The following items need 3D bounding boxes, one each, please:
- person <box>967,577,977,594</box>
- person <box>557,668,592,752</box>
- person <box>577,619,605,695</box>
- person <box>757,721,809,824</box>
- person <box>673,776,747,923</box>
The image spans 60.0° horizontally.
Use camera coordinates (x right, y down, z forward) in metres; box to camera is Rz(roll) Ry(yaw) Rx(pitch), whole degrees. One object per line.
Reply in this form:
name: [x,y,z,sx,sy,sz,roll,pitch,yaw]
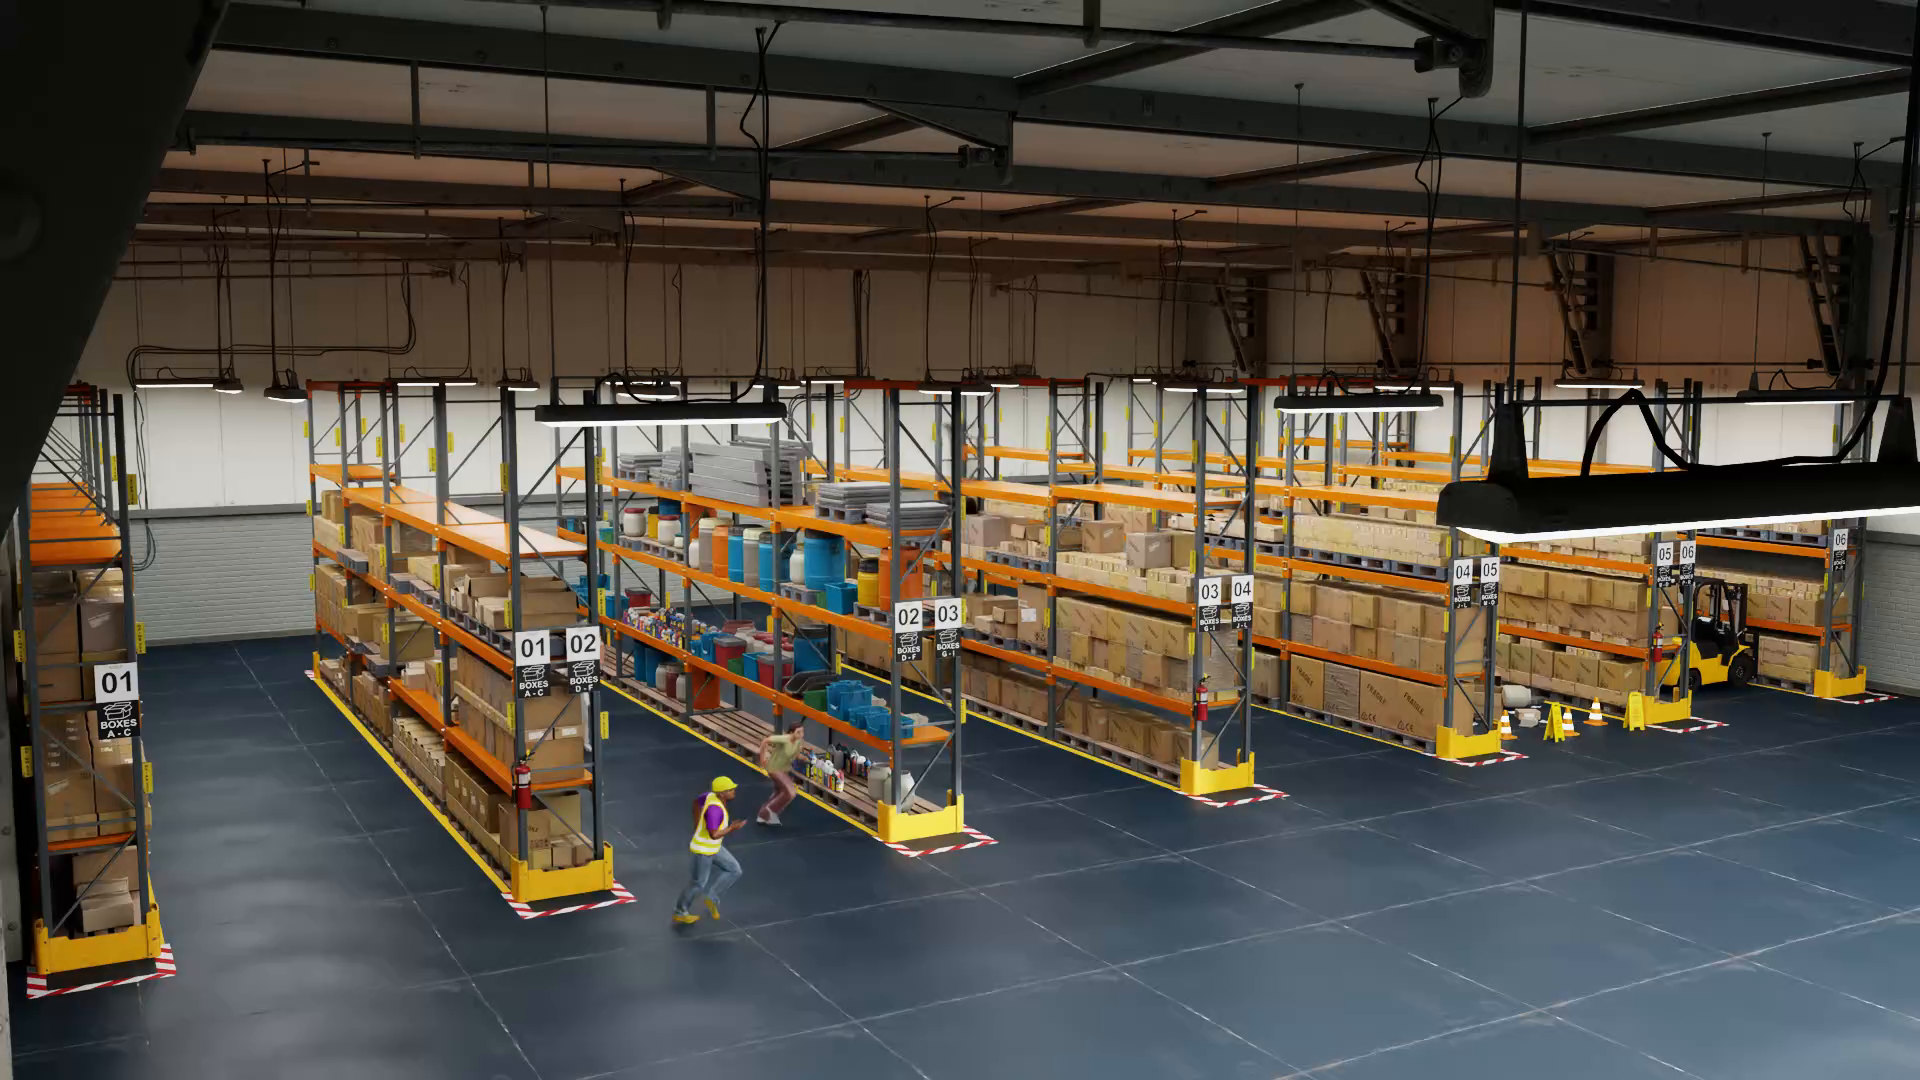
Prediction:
person: [0.239,1.035,42.166,0.548,1.659,0.613,-5,8,-40]
person: [-6.328,2.544,27.328,0.925,1.789,0.732,6,8,44]
person: [-6.739,2.282,30.035,0.678,1.752,0.674,-2,6,-19]
person: [-2.441,3.174,22.599,0.862,1.503,0.609,4,7,33]
person: [-2.804,3.479,18.677,0.883,1.684,0.676,1,6,6]
